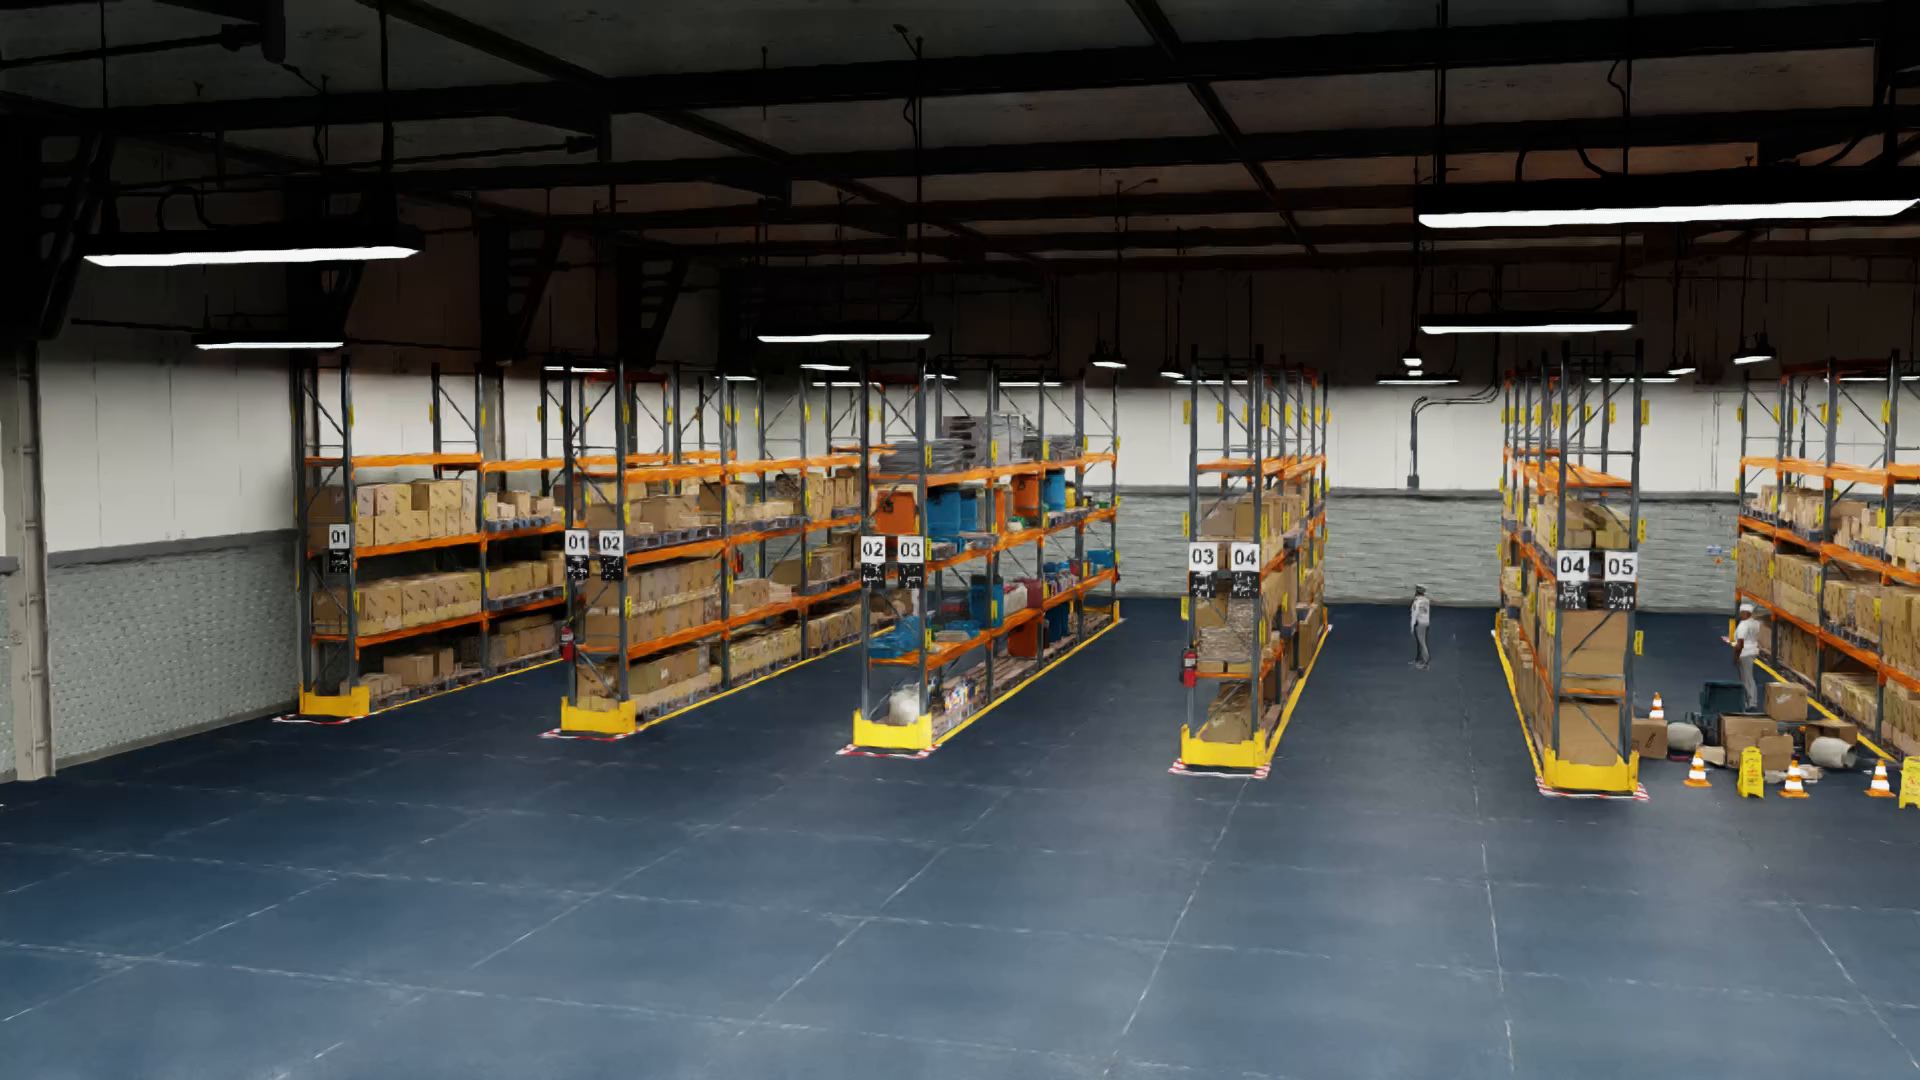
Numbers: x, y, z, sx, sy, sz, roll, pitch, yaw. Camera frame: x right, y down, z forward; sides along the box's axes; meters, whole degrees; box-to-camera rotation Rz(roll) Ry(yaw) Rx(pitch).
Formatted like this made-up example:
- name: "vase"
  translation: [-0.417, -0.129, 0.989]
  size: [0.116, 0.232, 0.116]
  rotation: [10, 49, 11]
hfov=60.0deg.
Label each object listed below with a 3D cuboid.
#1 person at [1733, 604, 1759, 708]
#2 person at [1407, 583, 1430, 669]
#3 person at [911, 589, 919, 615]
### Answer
- name: "person"
  translation: [13.456, 1.966, 28.558]
  size: [0.591, 1.763, 0.685]
  rotation: [4, 6, 41]
- name: "person"
  translation: [9.068, 1.693, 32.846]
  size: [0.552, 1.664, 0.573]
  rotation: [4, 6, 40]
- name: "person"
  translation: [-0.923, 1.336, 38.133]
  size: [0.419, 1.594, 0.640]
  rotation: [0, 4, 4]
